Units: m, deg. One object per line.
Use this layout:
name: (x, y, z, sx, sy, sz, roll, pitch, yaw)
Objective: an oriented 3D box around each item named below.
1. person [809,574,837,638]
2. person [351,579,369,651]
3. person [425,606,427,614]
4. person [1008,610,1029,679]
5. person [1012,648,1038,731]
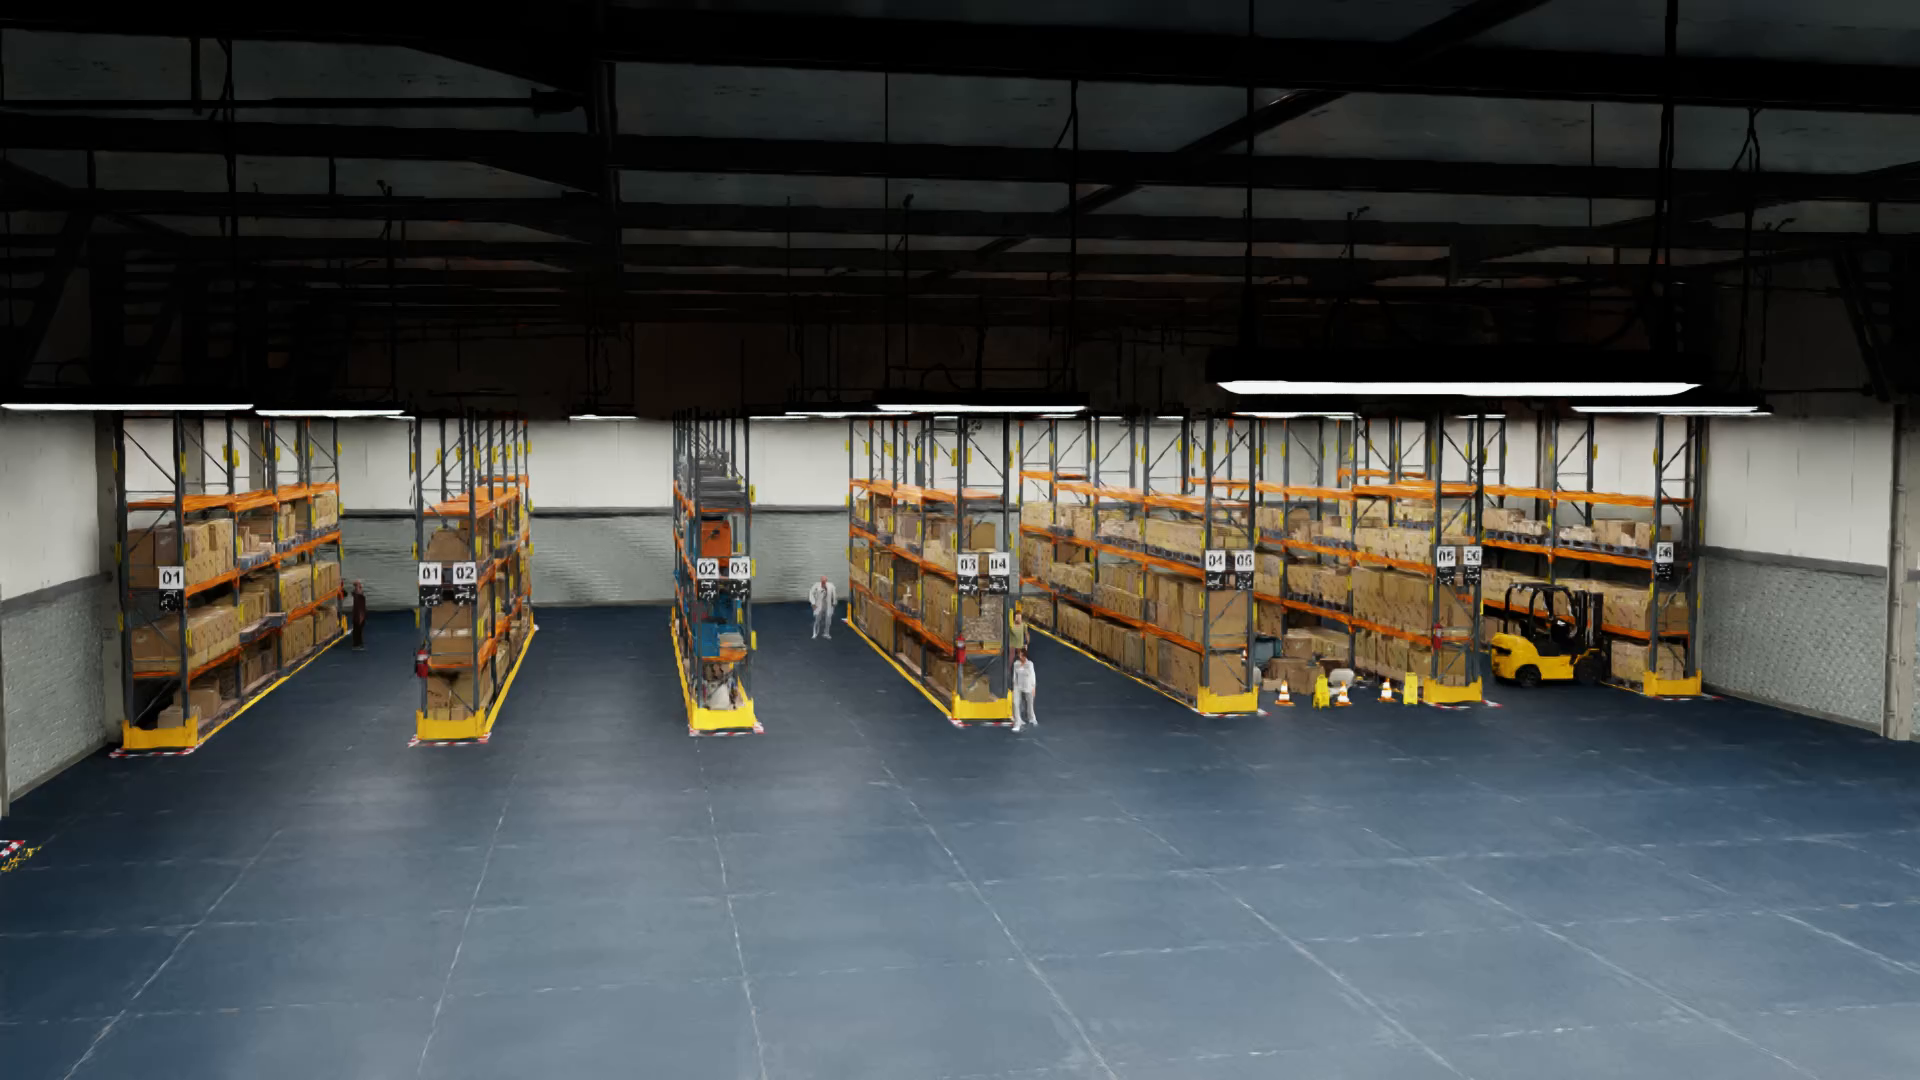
person: (-3.616, 1.743, 43.882, 0.729, 1.733, 0.546, -1, 4, -13)
person: (-15.041, 1.854, 41.640, 0.444, 1.779, 0.673, -2, 4, -23)
person: (-15.394, 1.441, 48.510, 0.565, 1.653, 0.731, 2, 5, 27)
person: (1.217, 2.335, 36.376, 0.598, 1.619, 0.507, -1, 4, -13)
person: (1.202, 2.748, 30.936, 0.455, 1.531, 0.868, 1, 4, 10)
